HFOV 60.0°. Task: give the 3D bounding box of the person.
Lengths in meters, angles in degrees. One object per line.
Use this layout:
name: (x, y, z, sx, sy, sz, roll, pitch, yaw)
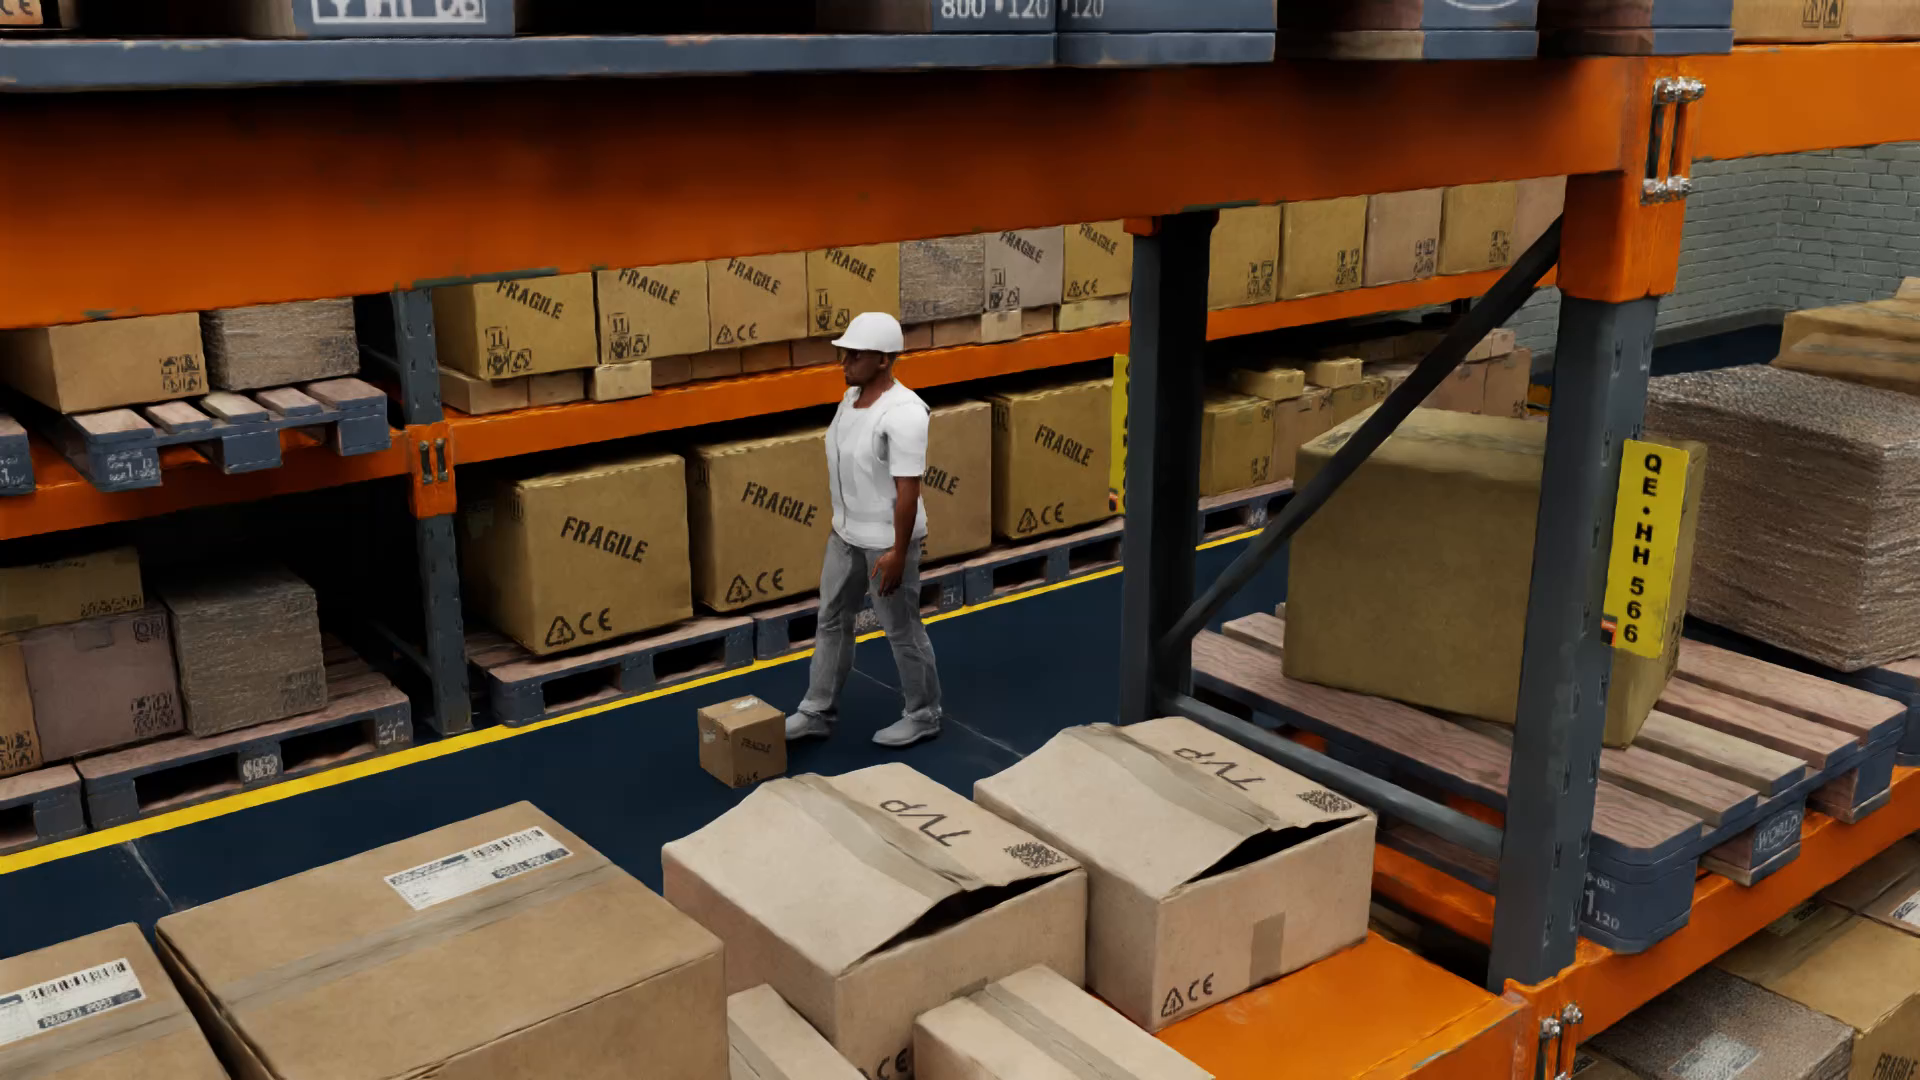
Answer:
person: (-0.413, -0.010, 6.514, 0.707, 1.755, 0.571, -11, 21, -32)
